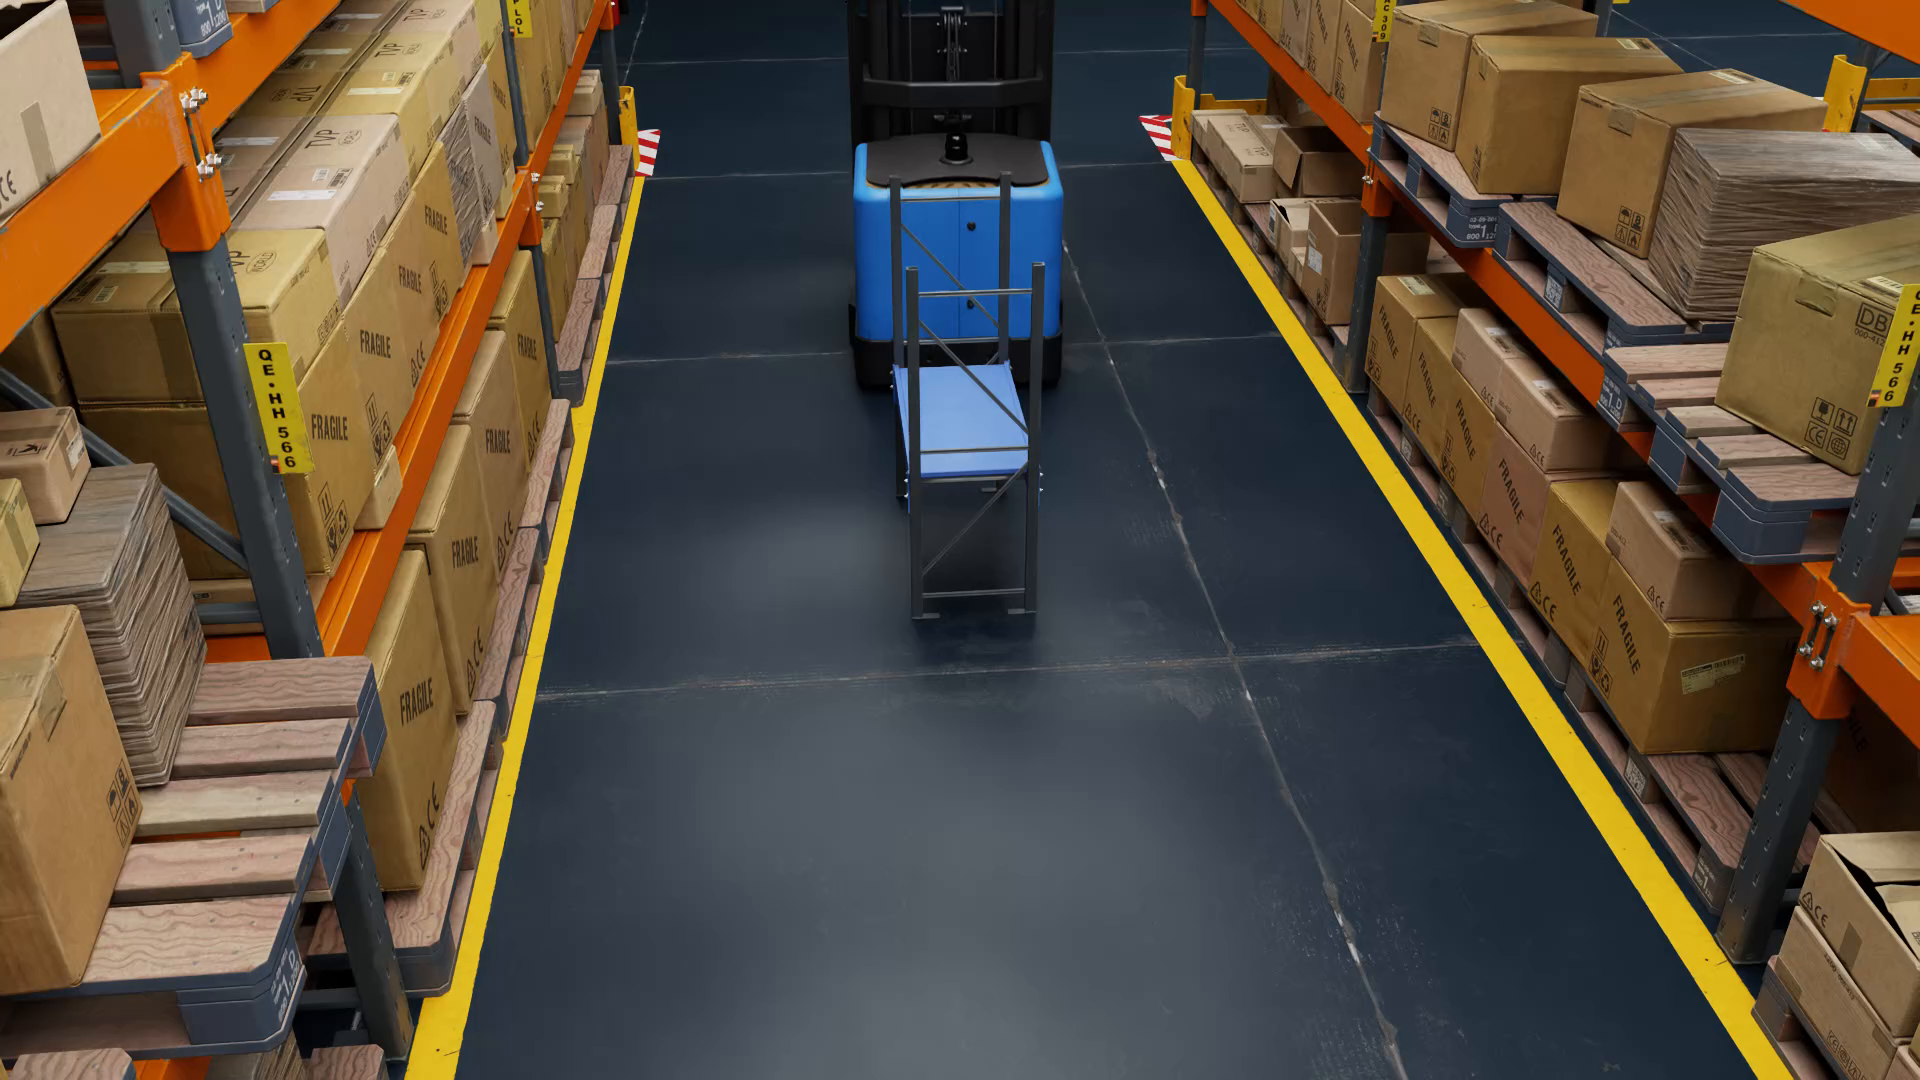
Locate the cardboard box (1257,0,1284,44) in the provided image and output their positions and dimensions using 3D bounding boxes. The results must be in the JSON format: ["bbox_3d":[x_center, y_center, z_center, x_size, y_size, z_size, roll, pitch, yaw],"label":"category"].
[{"bbox_3d":[2.022,-3.154,9.508,0.500,0.500,0.500,-2,31,-4],"label":"cardboard box"}]

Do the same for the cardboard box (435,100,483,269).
[{"bbox_3d":[-2.067,-1.283,6.065,0.500,0.500,0.500,-3,31,-4],"label":"cardboard box"}]

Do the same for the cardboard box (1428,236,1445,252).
[{"bbox_3d":[2.560,-1.721,9.541,0.380,0.166,0.250,-3,31,-5],"label":"cardboard box"}]

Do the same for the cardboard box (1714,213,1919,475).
[{"bbox_3d":[2.677,-0.580,4.789,0.700,0.500,0.500,-13,33,-21],"label":"cardboard box"}]

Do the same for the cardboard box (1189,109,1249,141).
[{"bbox_3d":[1.798,-2.860,11.464,0.380,0.149,0.250,-3,31,-5],"label":"cardboard box"}]

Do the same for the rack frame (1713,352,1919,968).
[{"bbox_3d":[2.848,-0.041,4.393,1.000,3.000,0.127,-3,31,-5],"label":"rack frame"}]

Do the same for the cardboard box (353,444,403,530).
[{"bbox_3d":[-1.839,-0.150,4.802,0.380,0.149,0.250,-2,31,-3],"label":"cardboard box"}]

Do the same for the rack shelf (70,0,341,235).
[{"bbox_3d":[-2.270,-1.802,5.117,1.077,0.370,4.000,-3,31,-5],"label":"rack shelf"}]

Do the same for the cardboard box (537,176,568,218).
[{"bbox_3d":[-2.275,-1.800,8.733,0.380,0.149,0.250,-2,31,-3],"label":"cardboard box"}]

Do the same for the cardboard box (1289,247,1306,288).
[{"bbox_3d":[2.044,-1.514,9.210,0.380,0.149,0.250,-3,31,-5],"label":"cardboard box"}]

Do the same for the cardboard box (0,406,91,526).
[{"bbox_3d":[-2.022,-0.137,3.395,0.380,0.149,0.250,-7,32,-11],"label":"cardboard box"}]

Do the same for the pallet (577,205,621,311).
[{"bbox_3d":[-2.568,-1.663,9.828,1.003,0.211,1.213,-3,31,-5],"label":"pallet"}]

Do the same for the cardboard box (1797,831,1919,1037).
[{"bbox_3d":[2.605,1.000,4.376,0.500,0.311,0.500,-2,31,-3],"label":"cardboard box"}]

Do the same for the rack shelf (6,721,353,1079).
[{"bbox_3d":[-1.897,1.528,2.468,1.077,0.370,4.000,-3,31,-5],"label":"rack shelf"}]

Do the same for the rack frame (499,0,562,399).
[{"bbox_3d":[-2.457,-1.844,7.412,1.000,3.000,0.127,-3,31,-5],"label":"rack frame"}]

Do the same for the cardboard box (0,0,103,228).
[{"bbox_3d":[-1.748,-0.705,2.647,0.500,0.311,0.500,-3,31,-5],"label":"cardboard box"}]

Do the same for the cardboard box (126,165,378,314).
[{"bbox_3d":[-1.920,-0.821,4.561,0.500,0.250,0.500,-3,31,-5],"label":"cardboard box"}]

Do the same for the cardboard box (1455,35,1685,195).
[{"bbox_3d":[2.423,-1.706,6.673,0.700,0.500,0.500,2,31,3],"label":"cardboard box"}]

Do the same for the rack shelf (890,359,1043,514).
[{"bbox_3d":[0.008,-0.446,6.885,0.538,0.185,1.000,-3,31,-5],"label":"rack shelf"}]

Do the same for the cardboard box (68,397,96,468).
[{"bbox_3d":[-2.390,-0.209,4.268,0.500,0.500,0.500,-3,31,-4],"label":"cardboard box"}]

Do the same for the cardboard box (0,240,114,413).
[{"bbox_3d":[-2.384,-0.522,4.060,0.500,0.250,0.500,-2,31,-3],"label":"cardboard box"}]

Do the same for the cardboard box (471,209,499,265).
[{"bbox_3d":[-2.034,-1.191,6.545,0.380,0.149,0.250,-3,31,-5],"label":"cardboard box"}]

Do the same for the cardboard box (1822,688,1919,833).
[{"bbox_3d":[3.090,0.597,5.333,0.500,0.500,0.500,-1,31,-2],"label":"cardboard box"}]

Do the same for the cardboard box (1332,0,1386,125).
[{"bbox_3d":[2.172,-2.369,8.193,0.500,0.500,0.500,-2,31,-4],"label":"cardboard box"}]

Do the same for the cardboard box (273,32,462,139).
[{"bbox_3d":[-2.073,-1.597,5.860,0.500,0.250,0.500,-2,31,-4],"label":"cardboard box"}]

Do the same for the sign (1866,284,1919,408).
[{"bbox_3d":[2.309,-0.473,4.065,0.100,0.325,0.005,-3,31,-5],"label":"sign"}]

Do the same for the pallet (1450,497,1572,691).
[{"bbox_3d":[2.705,0.152,6.790,1.003,0.211,1.213,-3,31,-5],"label":"pallet"}]

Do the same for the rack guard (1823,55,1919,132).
[{"bbox_3d":[7.017,-3.299,12.286,1.175,0.500,0.348,-3,31,-5],"label":"rack guard"}]

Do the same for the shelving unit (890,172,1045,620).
[{"bbox_3d":[0.008,-0.600,6.792,0.538,1.500,1.048,-3,31,-5],"label":"shelving unit"}]

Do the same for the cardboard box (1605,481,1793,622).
[{"bbox_3d":[2.517,0.027,5.557,0.500,0.250,0.500,-2,31,-3],"label":"cardboard box"}]

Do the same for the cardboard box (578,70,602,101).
[{"bbox_3d":[-2.473,-2.862,10.512,0.380,0.149,0.250,-3,31,-5],"label":"cardboard box"}]

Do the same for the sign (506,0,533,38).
[{"bbox_3d":[-1.918,-2.338,7.187,0.100,0.325,0.005,-3,31,-5],"label":"sign"}]

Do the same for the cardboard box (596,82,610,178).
[{"bbox_3d":[-2.666,-2.641,10.774,0.700,0.500,0.500,-3,31,-5],"label":"cardboard box"}]

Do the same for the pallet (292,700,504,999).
[{"bbox_3d":[-2.082,0.989,5.388,1.003,0.211,1.213,-3,31,-5],"label":"pallet"}]

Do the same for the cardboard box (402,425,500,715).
[{"bbox_3d":[-2.097,0.112,5.825,0.750,0.750,0.750,-3,31,-5],"label":"cardboard box"}]

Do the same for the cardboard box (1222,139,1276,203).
[{"bbox_3d":[1.962,-2.332,10.481,0.500,0.250,0.500,-3,31,-5],"label":"cardboard box"}]

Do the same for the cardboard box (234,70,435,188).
[{"bbox_3d":[-2.025,-1.337,5.424,0.500,0.250,0.500,-3,31,-6],"label":"cardboard box"}]

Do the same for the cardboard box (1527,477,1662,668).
[{"bbox_3d":[2.479,0.113,6.144,0.500,0.500,0.500,-4,31,-6],"label":"cardboard box"}]

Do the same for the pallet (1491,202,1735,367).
[{"bbox_3d":[2.662,-0.951,6.104,1.003,0.211,1.213,-3,31,-5],"label":"pallet"}]

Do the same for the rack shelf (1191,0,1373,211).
[{"bbox_3d":[2.287,-2.795,9.706,1.077,0.370,4.000,-3,31,-5],"label":"rack shelf"}]

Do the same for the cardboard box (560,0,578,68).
[{"bbox_3d":[-2.632,-2.994,9.045,0.980,0.700,0.700,-4,31,-7],"label":"cardboard box"}]

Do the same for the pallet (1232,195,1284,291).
[{"bbox_3d":[2.294,-1.861,10.160,1.003,0.211,1.213,-3,31,-5],"label":"pallet"}]

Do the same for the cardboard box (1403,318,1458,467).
[{"bbox_3d":[2.338,-0.668,7.452,0.500,0.500,0.500,-2,31,-4],"label":"cardboard box"}]

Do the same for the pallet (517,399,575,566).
[{"bbox_3d":[-2.310,-0.256,7.473,1.003,0.211,1.213,-3,31,-5],"label":"pallet"}]

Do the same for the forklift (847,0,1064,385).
[{"bbox_3d":[-0.059,-2.767,9.024,1.130,2.935,3.031,-1,31,-2],"label":"forklift"}]

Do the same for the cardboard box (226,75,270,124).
[{"bbox_3d":[-2.522,-1.308,5.377,0.500,0.250,0.500,-3,31,-6],"label":"cardboard box"}]

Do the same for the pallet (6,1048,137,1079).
[{"bbox_3d":[-1.858,1.289,2.353,1.003,0.211,1.213,-3,31,-5],"label":"pallet"}]

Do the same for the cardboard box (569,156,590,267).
[{"bbox_3d":[-2.515,-1.856,9.461,0.700,0.500,0.500,-2,31,-3],"label":"cardboard box"}]

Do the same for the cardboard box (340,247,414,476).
[{"bbox_3d":[-1.914,-0.509,4.770,0.500,0.500,0.500,-2,31,-3],"label":"cardboard box"}]
